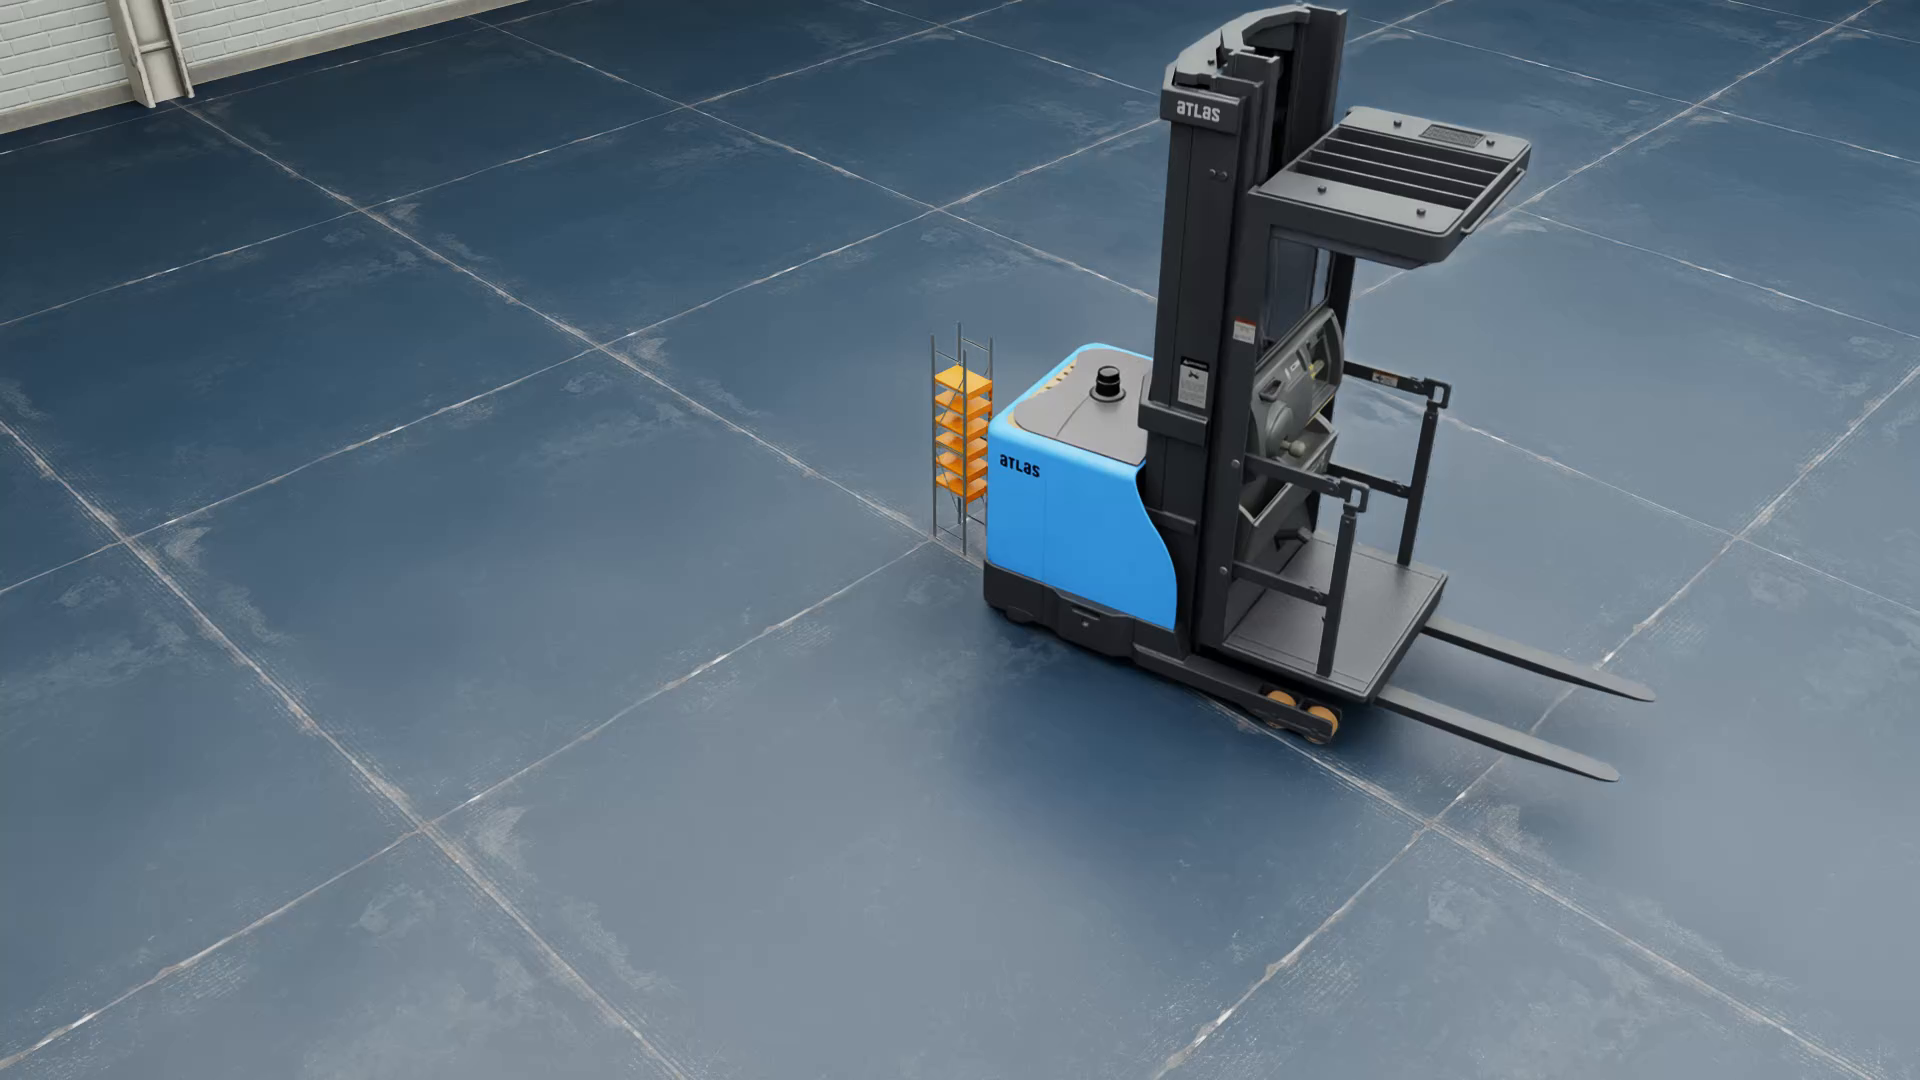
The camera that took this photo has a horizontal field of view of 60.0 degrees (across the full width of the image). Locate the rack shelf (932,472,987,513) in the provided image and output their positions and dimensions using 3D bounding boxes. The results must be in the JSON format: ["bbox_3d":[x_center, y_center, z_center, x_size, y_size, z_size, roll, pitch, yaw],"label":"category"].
[{"bbox_3d":[0.010,-0.265,8.569,0.258,0.103,0.180,30,45,35],"label":"rack shelf"}]

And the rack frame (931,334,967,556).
[{"bbox_3d":[-0.054,-0.461,8.353,0.240,1.200,0.006,30,45,35],"label":"rack frame"}]

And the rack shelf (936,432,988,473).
[{"bbox_3d":[0.010,-0.462,8.431,0.258,0.103,0.180,30,45,35],"label":"rack shelf"}]

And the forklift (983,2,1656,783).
[{"bbox_3d":[1.632,-0.640,7.096,3.031,2.935,1.130,20,40,26],"label":"forklift"}]

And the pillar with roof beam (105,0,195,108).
[{"bbox_3d":[-3.704,-5.715,9.068,9.100,9.000,0.400,30,45,35],"label":"pillar with roof beam"}]

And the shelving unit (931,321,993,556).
[{"bbox_3d":[0.010,-0.498,8.406,0.258,1.200,0.189,30,45,35],"label":"shelving unit"}]

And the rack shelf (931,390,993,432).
[{"bbox_3d":[0.010,-0.658,8.294,0.258,0.103,0.180,30,45,35],"label":"rack shelf"}]

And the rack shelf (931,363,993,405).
[{"bbox_3d":[0.010,-0.757,8.225,0.258,0.103,0.180,30,45,35],"label":"rack shelf"}]

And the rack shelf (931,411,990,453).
[{"bbox_3d":[0.010,-0.560,8.363,0.258,0.103,0.180,30,45,35],"label":"rack shelf"}]

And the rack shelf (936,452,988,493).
[{"bbox_3d":[0.010,-0.363,8.500,0.258,0.103,0.180,30,45,35],"label":"rack shelf"}]

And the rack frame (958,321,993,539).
[{"bbox_3d":[0.075,-0.535,8.459,0.240,1.200,0.006,30,45,35],"label":"rack frame"}]
